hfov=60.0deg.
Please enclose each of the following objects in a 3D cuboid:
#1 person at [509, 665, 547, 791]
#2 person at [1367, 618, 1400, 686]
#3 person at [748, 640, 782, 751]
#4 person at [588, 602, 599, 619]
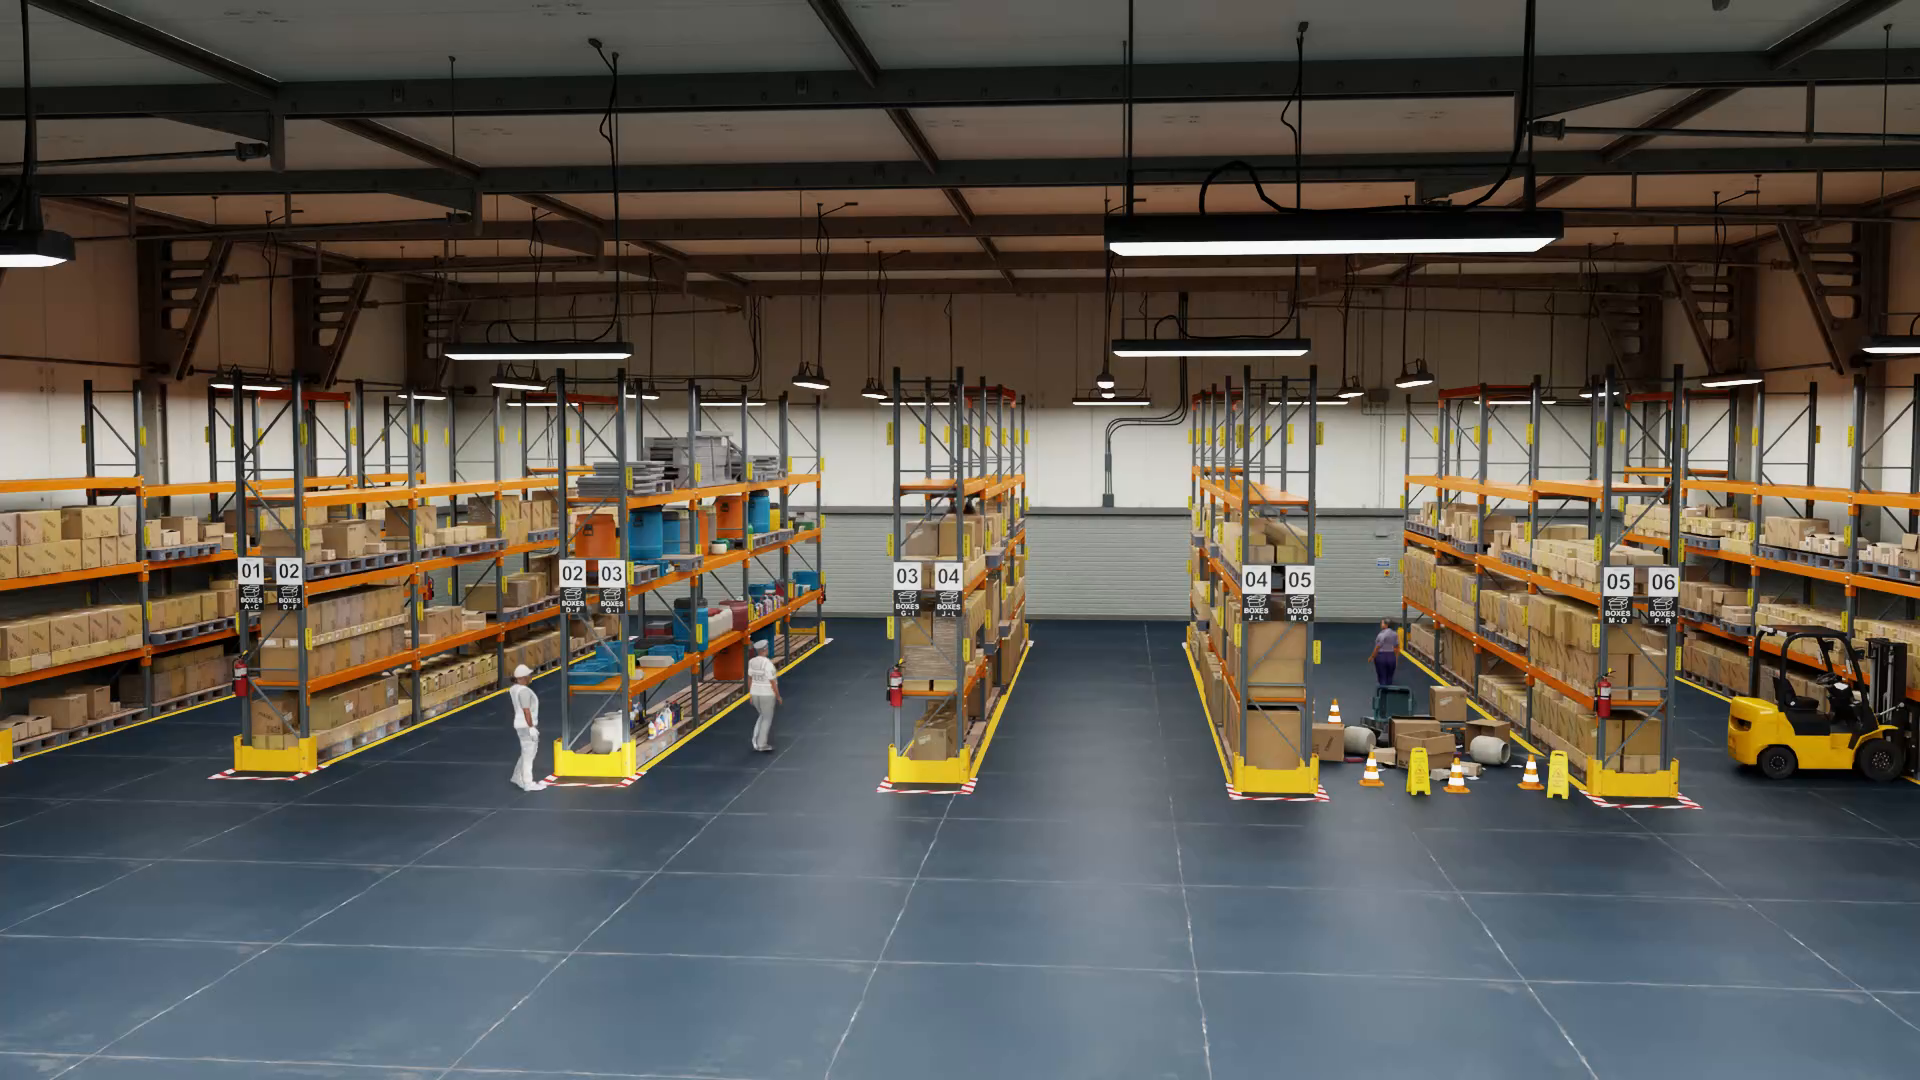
[{"bbox_3d":[-6.142,2.656,23.602,0.513,1.794,0.611,-1,4,-12],"label":"person"},{"bbox_3d":[7.871,2.263,30.849,0.571,1.662,0.744,0,4,-3],"label":"person"},{"bbox_3d":[-3.087,2.476,26.426,0.556,1.809,0.465,3,5,39],"label":"person"},{"bbox_3d":[-9.116,1.554,42.244,0.896,1.696,0.791,0,4,-3],"label":"person"}]
